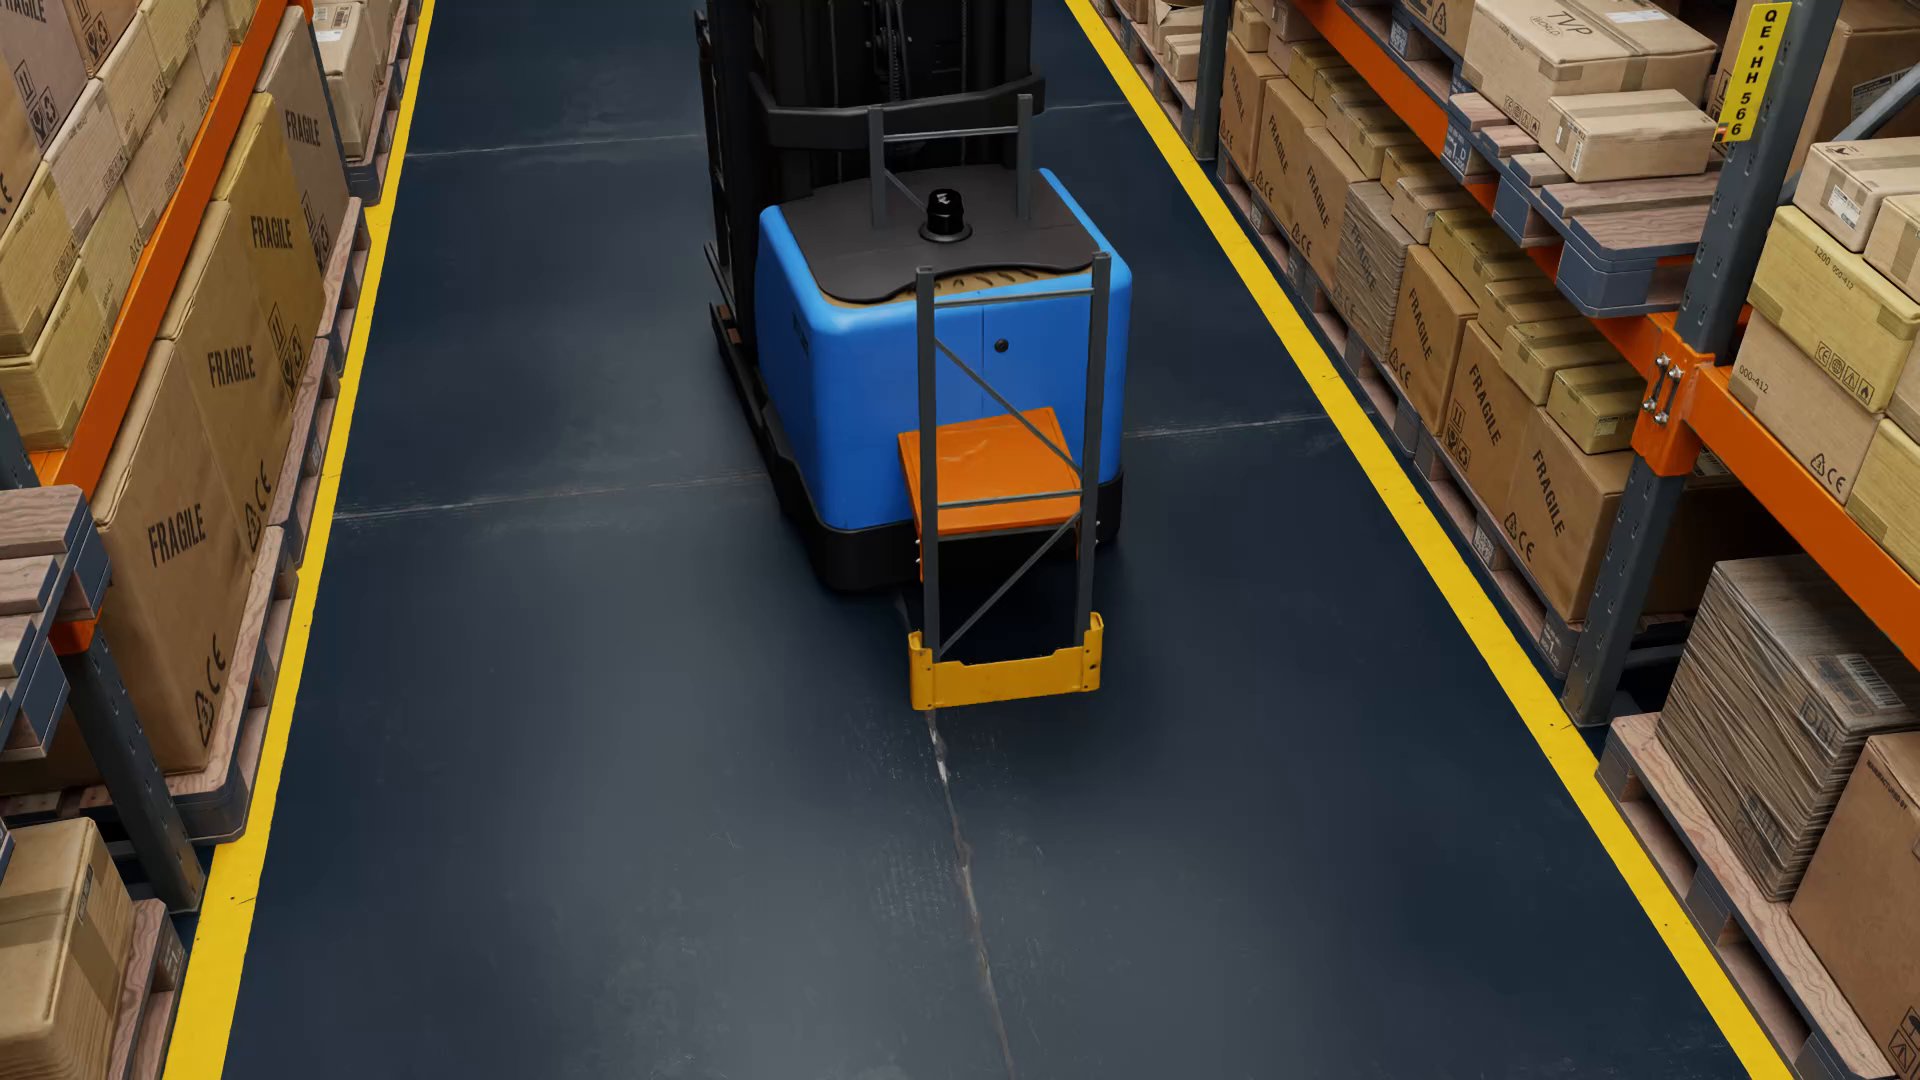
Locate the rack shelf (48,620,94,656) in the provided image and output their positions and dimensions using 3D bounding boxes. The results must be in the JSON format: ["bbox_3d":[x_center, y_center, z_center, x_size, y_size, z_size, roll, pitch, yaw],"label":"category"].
[{"bbox_3d":[-2.194,1.327,2.183,1.077,0.370,4.000,-6,38,-8],"label":"rack shelf"}]

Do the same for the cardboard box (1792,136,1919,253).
[{"bbox_3d":[2.108,-0.773,3.689,0.380,0.149,0.250,-5,38,-7],"label":"cardboard box"}]

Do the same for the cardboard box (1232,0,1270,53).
[{"bbox_3d":[1.441,-2.307,7.441,0.380,0.149,0.250,-5,38,-6],"label":"cardboard box"}]

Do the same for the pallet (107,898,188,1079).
[{"bbox_3d":[-2.409,1.408,3.765,1.003,0.211,1.213,-6,38,-8],"label":"pallet"}]

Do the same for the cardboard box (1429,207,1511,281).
[{"bbox_3d":[1.879,-1.047,5.820,0.380,0.149,0.250,-7,38,-9],"label":"cardboard box"}]

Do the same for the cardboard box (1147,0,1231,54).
[{"bbox_3d":[1.191,-2.724,8.698,0.396,0.266,0.258,-5,38,-6],"label":"cardboard box"}]

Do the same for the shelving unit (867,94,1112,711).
[{"bbox_3d":[0.056,-0.425,5.072,0.587,1.500,1.083,-6,38,-7],"label":"shelving unit"}]

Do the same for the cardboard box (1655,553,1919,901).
[{"bbox_3d":[2.438,0.449,4.321,0.875,0.625,0.625,-5,38,-7],"label":"cardboard box"}]

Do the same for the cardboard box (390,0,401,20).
[{"bbox_3d":[-3.564,-3.211,9.185,0.875,0.438,0.875,-5,38,-7],"label":"cardboard box"}]

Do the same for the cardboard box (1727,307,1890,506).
[{"bbox_3d":[2.179,-0.348,3.875,0.500,0.250,0.500,-6,38,-8],"label":"cardboard box"}]

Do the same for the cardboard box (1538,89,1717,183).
[{"bbox_3d":[1.849,-1.123,4.614,0.380,0.149,0.250,-6,38,-7],"label":"cardboard box"}]

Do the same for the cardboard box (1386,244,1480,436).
[{"bbox_3d":[1.884,-0.732,5.942,0.500,0.500,0.500,-5,38,-6],"label":"cardboard box"}]

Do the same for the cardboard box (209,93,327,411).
[{"bbox_3d":[-2.892,-0.997,5.978,0.875,0.875,0.875,-5,38,-7],"label":"cardboard box"}]

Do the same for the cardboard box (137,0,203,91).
[{"bbox_3d":[-2.631,-1.558,5.026,0.500,0.250,0.500,-6,38,-7],"label":"cardboard box"}]

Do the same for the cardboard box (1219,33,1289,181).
[{"bbox_3d":[1.504,-1.980,7.548,0.500,0.500,0.500,-5,38,-6],"label":"cardboard box"}]

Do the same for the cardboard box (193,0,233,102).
[{"bbox_3d":[-2.761,-1.664,5.569,0.500,0.250,0.500,-7,38,-9],"label":"cardboard box"}]

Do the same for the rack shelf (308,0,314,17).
[{"bbox_3d":[-3.596,-3.505,8.403,1.077,0.370,4.000,-6,38,-8],"label":"rack shelf"}]

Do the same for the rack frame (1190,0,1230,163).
[{"bbox_3d":[1.640,-3.117,7.318,1.000,3.000,0.127,-6,38,-8],"label":"rack frame"}]

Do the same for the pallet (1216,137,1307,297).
[{"bbox_3d":[1.820,-1.529,7.546,1.003,0.211,1.213,-6,38,-8],"label":"pallet"}]

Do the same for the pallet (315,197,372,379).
[{"bbox_3d":[-3.036,-1.022,6.894,1.003,0.211,1.213,-6,38,-8],"label":"pallet"}]

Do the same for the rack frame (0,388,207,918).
[{"bbox_3d":[-2.544,-0.165,3.518,1.000,3.000,0.127,-6,38,-8],"label":"rack frame"}]

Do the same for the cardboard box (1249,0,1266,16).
[{"bbox_3d":[1.501,-2.431,7.358,0.380,0.149,0.250,-7,38,-9],"label":"cardboard box"}]

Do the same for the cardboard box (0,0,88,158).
[{"bbox_3d":[-2.487,-1.222,3.982,0.500,0.500,0.500,-6,38,-8],"label":"cardboard box"}]

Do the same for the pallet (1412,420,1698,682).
[{"bbox_3d":[2.248,-0.055,5.649,1.003,0.211,1.213,-6,38,-8],"label":"pallet"}]

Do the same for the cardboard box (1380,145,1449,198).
[{"bbox_3d":[1.808,-1.365,6.229,0.380,0.149,0.250,-6,38,-8],"label":"cardboard box"}]

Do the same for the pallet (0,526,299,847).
[{"bbox_3d":[-2.609,0.452,4.997,1.003,0.211,1.213,-6,38,-8],"label":"pallet"}]

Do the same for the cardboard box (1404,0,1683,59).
[{"bbox_3d":[1.873,-1.874,5.291,0.797,0.503,0.637,-7,38,-9],"label":"cardboard box"}]

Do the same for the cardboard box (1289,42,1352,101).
[{"bbox_3d":[1.622,-1.994,7.038,0.380,0.149,0.250,-8,39,-10],"label":"cardboard box"}]

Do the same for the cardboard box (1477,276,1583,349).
[{"bbox_3d":[1.925,-0.733,5.414,0.380,0.149,0.250,-7,38,-9],"label":"cardboard box"}]

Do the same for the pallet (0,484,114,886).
[{"bbox_3d":[-2.315,0.330,3.037,1.213,0.211,1.003,-6,38,-8],"label":"pallet"}]

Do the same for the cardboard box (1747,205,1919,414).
[{"bbox_3d":[2.154,-0.543,3.718,0.500,0.250,0.500,-6,38,-8],"label":"cardboard box"}]

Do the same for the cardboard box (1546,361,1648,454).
[{"bbox_3d":[2.006,-0.407,4.996,0.380,0.149,0.250,-8,39,-10],"label":"cardboard box"}]

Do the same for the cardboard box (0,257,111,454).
[{"bbox_3d":[-2.383,-0.429,3.979,0.500,0.250,0.500,-7,38,-9],"label":"cardboard box"}]

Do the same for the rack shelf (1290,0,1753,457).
[{"bbox_3d":[1.991,-1.625,5.983,1.077,0.370,4.000,-6,38,-8],"label":"rack shelf"}]

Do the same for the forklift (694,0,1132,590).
[{"bbox_3d":[-0.378,-1.901,5.808,1.130,2.935,3.031,-11,39,-14],"label":"forklift"}]

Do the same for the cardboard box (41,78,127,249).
[{"bbox_3d":[-2.480,-0.948,4.240,0.500,0.250,0.500,-5,38,-7],"label":"cardboard box"}]

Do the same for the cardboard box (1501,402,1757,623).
[{"bbox_3d":[2.056,-0.112,5.145,0.500,0.500,0.500,-5,38,-7],"label":"cardboard box"}]

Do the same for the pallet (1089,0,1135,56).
[{"bbox_3d":[1.304,-3.169,9.658,1.003,0.211,1.213,-6,38,-8],"label":"pallet"}]

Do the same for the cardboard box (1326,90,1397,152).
[{"bbox_3d":[1.691,-1.675,6.628,0.380,0.149,0.250,-6,38,-8],"label":"cardboard box"}]

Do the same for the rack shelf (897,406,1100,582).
[{"bbox_3d":[0.058,-0.277,5.175,0.538,0.185,1.000,-6,38,-7],"label":"rack shelf"}]

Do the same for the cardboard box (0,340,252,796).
[{"bbox_3d":[-2.584,0.082,4.589,0.875,0.875,0.875,-7,38,-8],"label":"cardboard box"}]

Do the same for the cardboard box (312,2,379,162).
[{"bbox_3d":[-3.250,-2.126,7.788,0.875,0.438,0.875,-7,38,-9],"label":"cardboard box"}]

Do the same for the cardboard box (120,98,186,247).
[{"bbox_3d":[-2.576,-1.054,4.784,0.500,0.250,0.500,-5,38,-6],"label":"cardboard box"}]

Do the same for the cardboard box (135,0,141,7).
[{"bbox_3d":[-2.647,-1.842,4.779,0.500,0.500,0.500,-6,38,-7],"label":"cardboard box"}]

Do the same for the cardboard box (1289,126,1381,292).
[{"bbox_3d":[1.690,-1.357,6.747,0.500,0.500,0.500,-7,38,-9],"label":"cardboard box"}]

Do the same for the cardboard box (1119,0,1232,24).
[{"bbox_3d":[1.247,-3.185,9.100,0.700,0.500,0.500,-8,38,-10],"label":"cardboard box"}]

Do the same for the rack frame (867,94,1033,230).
[{"bbox_3d":[-0.025,-0.727,5.461,0.500,1.500,0.032,-6,38,-7],"label":"rack frame"}]

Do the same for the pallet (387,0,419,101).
[{"bbox_3d":[-3.519,-2.686,9.036,1.003,0.211,1.213,-6,38,-8],"label":"pallet"}]
